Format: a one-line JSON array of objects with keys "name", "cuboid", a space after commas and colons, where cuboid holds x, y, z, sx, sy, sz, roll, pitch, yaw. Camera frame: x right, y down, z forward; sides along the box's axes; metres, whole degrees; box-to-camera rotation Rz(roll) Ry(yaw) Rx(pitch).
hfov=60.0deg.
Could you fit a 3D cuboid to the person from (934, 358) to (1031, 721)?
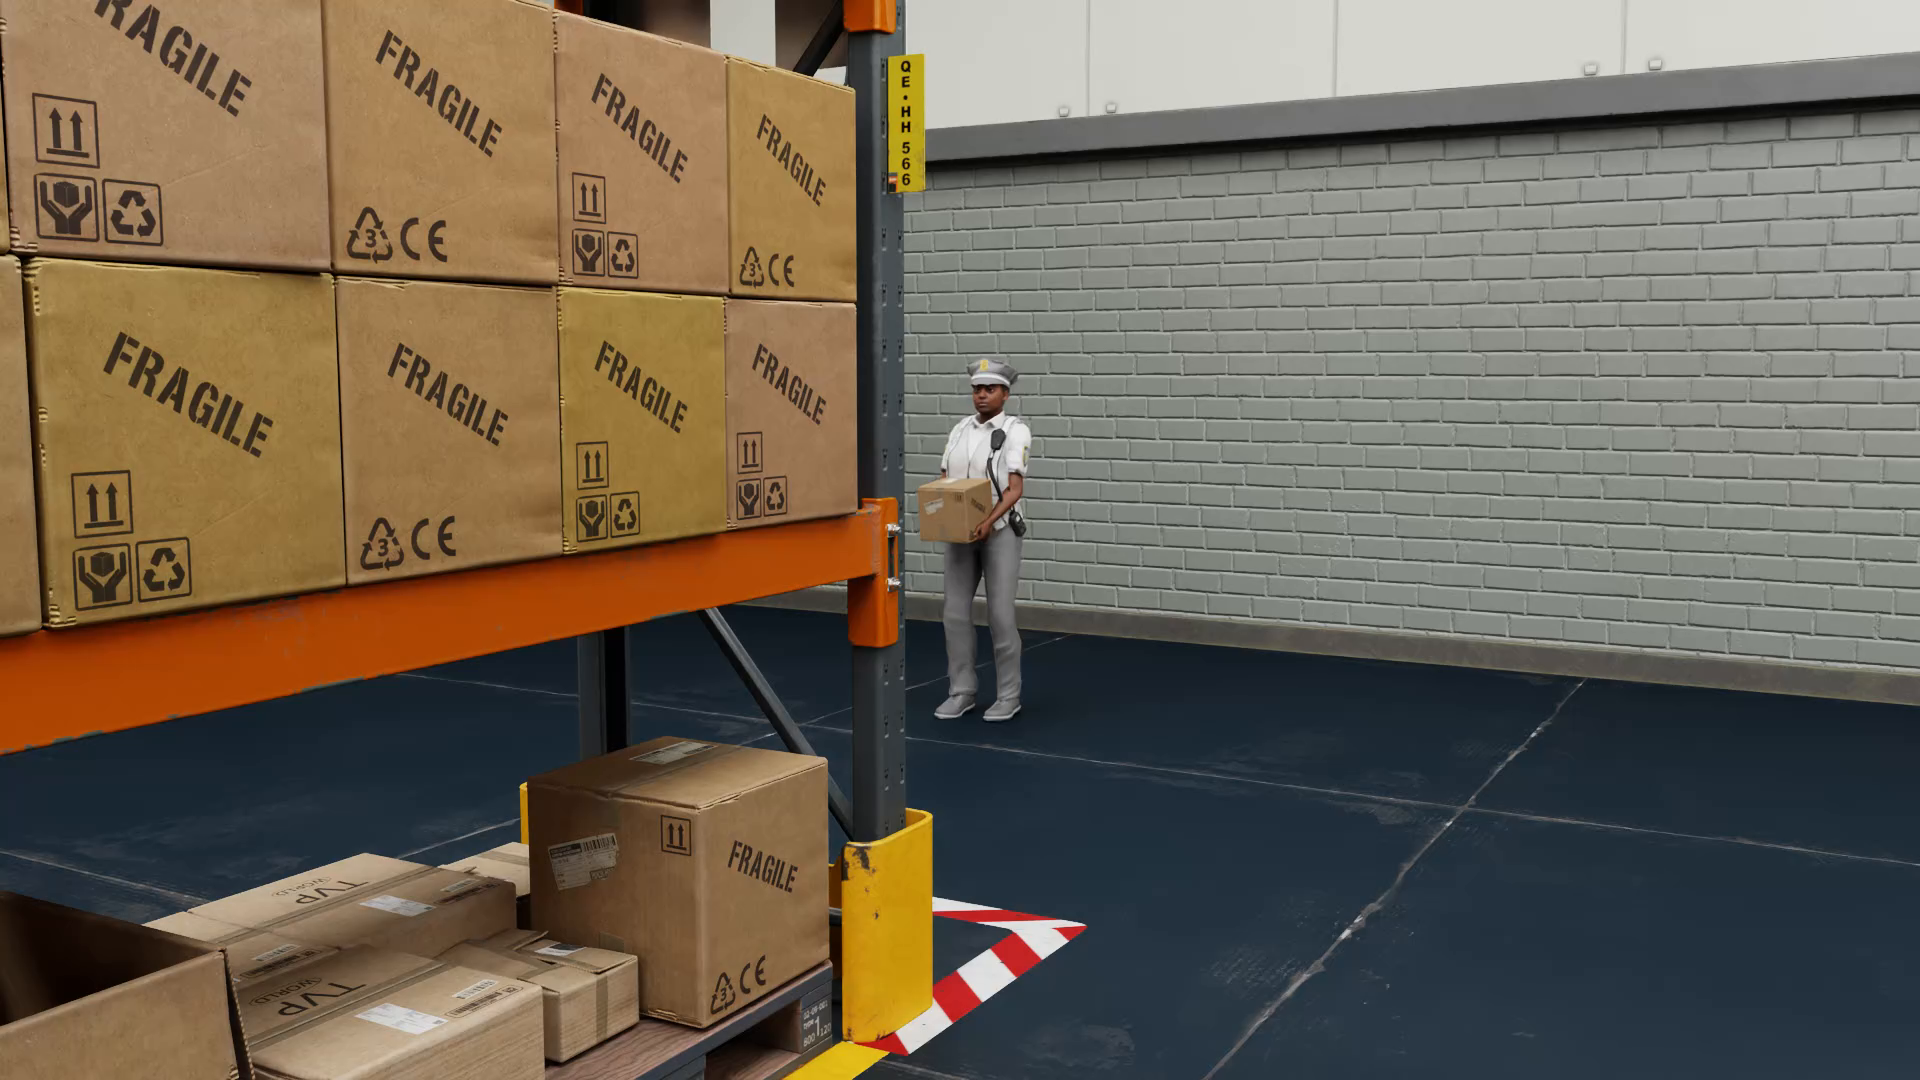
[{"name": "person", "cuboid": [0.070, -0.002, 7.780, 0.450, 1.690, 0.514, 3, 7, 29]}]
